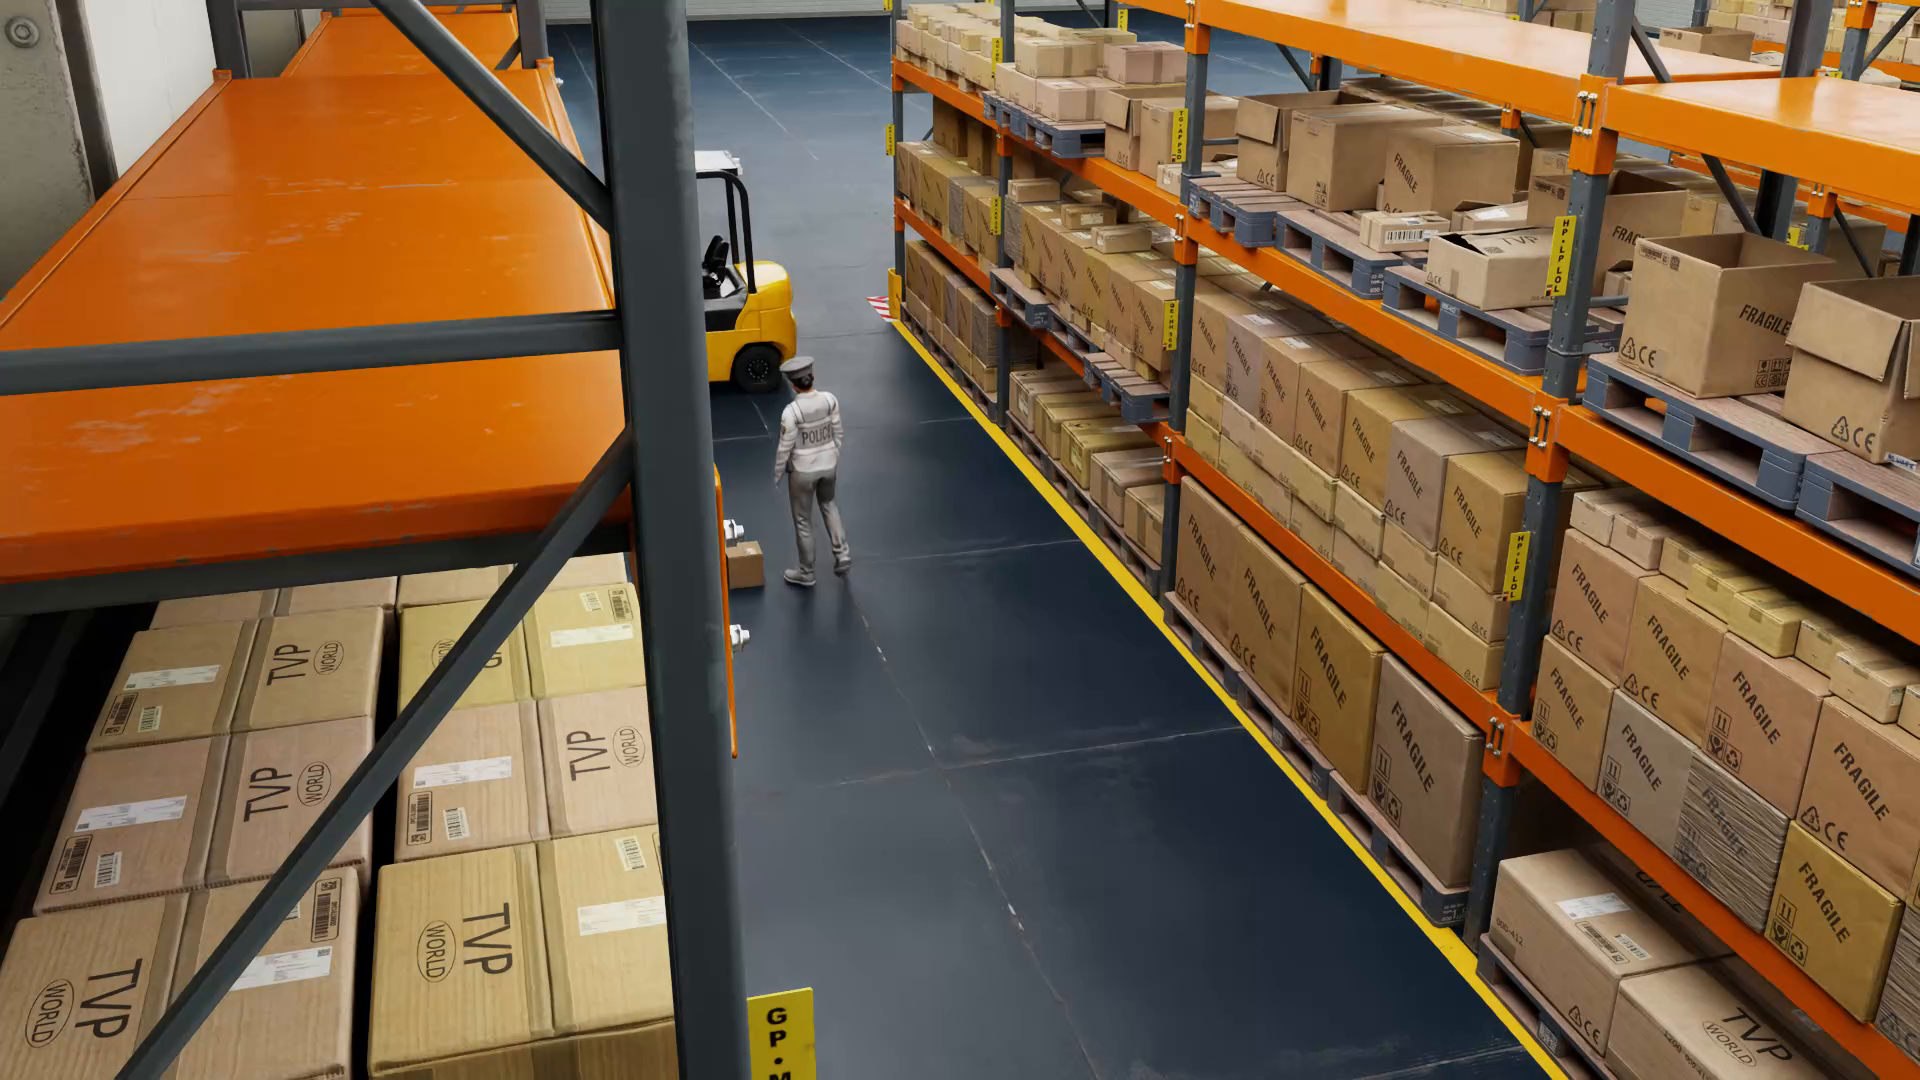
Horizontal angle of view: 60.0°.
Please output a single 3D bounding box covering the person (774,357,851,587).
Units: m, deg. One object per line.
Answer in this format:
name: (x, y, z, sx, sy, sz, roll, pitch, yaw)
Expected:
person: (-1.045, -0.468, 11.737, 0.561, 1.695, 0.375, -18, 29, -37)
